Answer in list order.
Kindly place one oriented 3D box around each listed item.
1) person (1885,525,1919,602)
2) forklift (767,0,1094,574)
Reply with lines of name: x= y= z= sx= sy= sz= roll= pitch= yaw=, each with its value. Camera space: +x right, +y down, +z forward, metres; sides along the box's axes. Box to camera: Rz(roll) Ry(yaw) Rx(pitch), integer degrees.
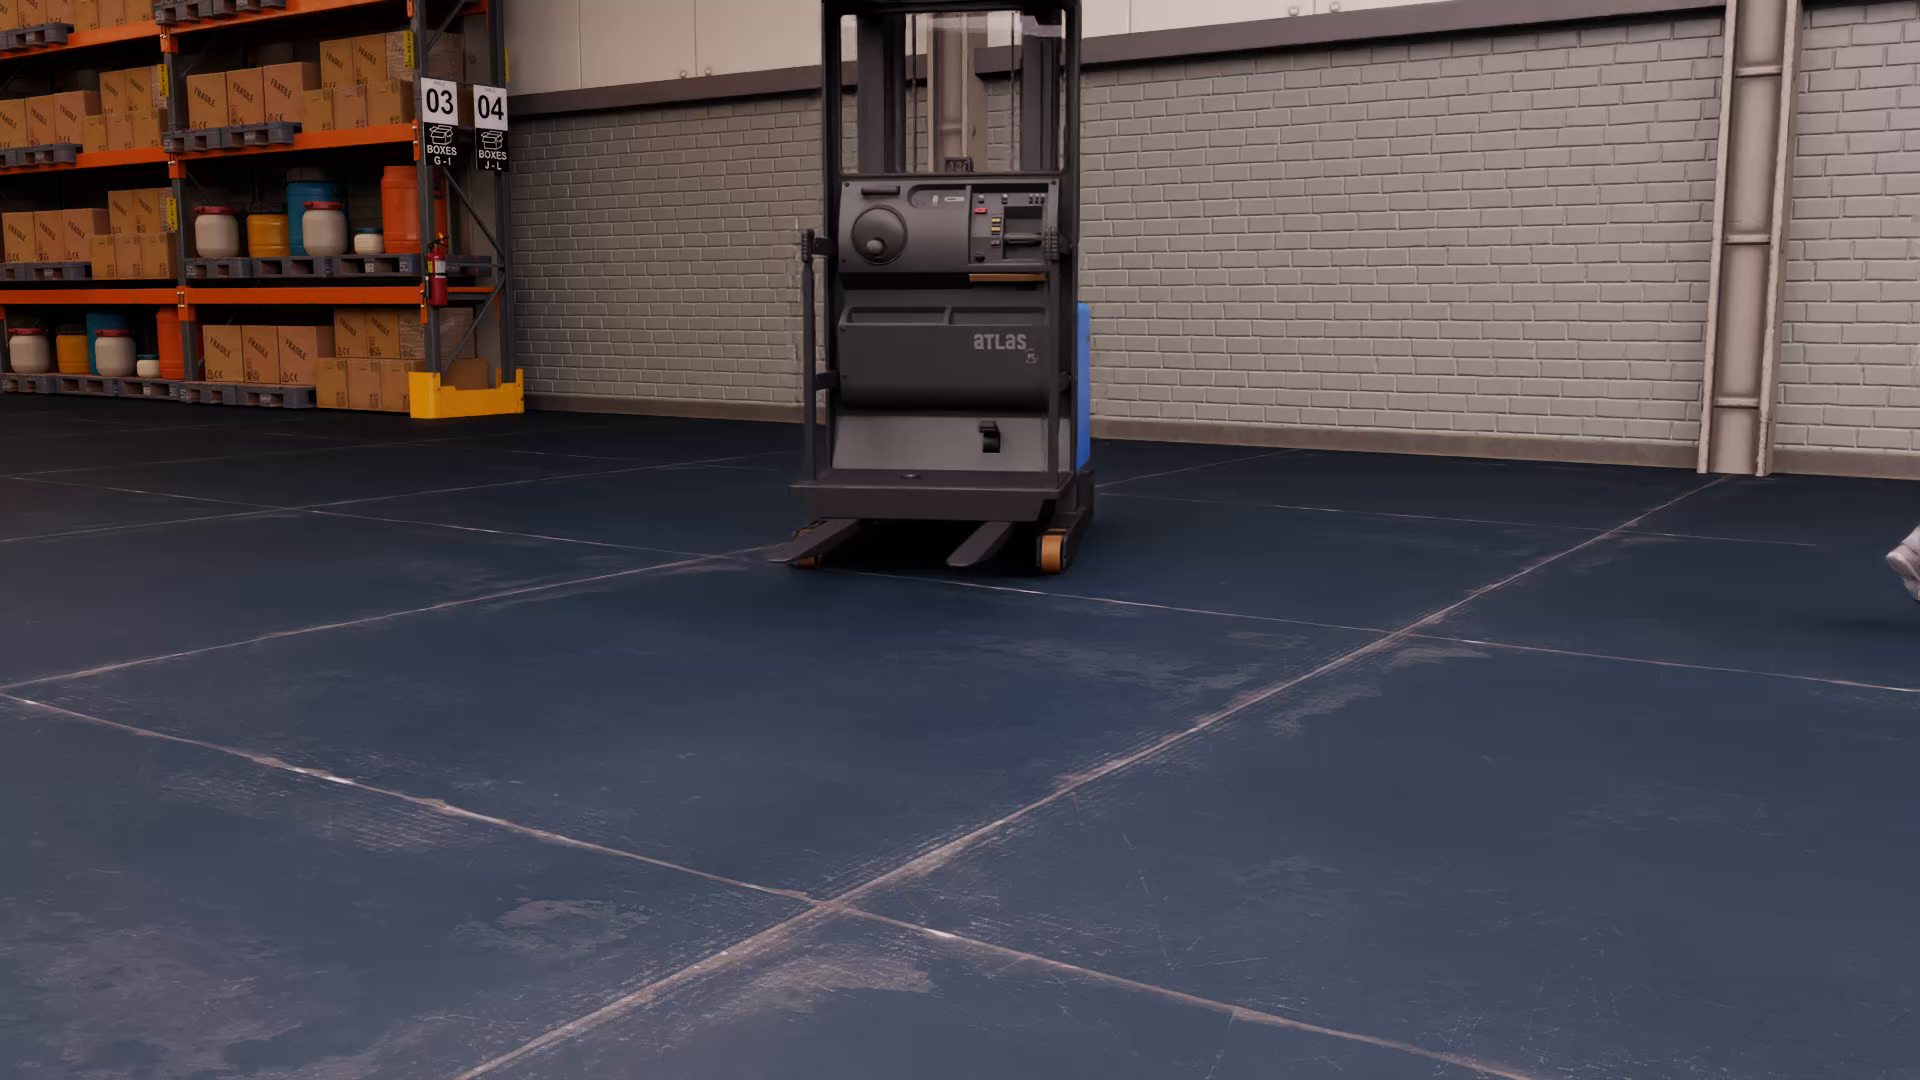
person: x=3.312 y=-0.503 z=5.311 sx=0.446 sy=1.648 sz=0.629 roll=1 pitch=8 yaw=10
forklift: x=-0.079 y=-1.365 z=6.791 sx=1.130 sy=2.935 sz=3.031 roll=1 pitch=8 yaw=9
